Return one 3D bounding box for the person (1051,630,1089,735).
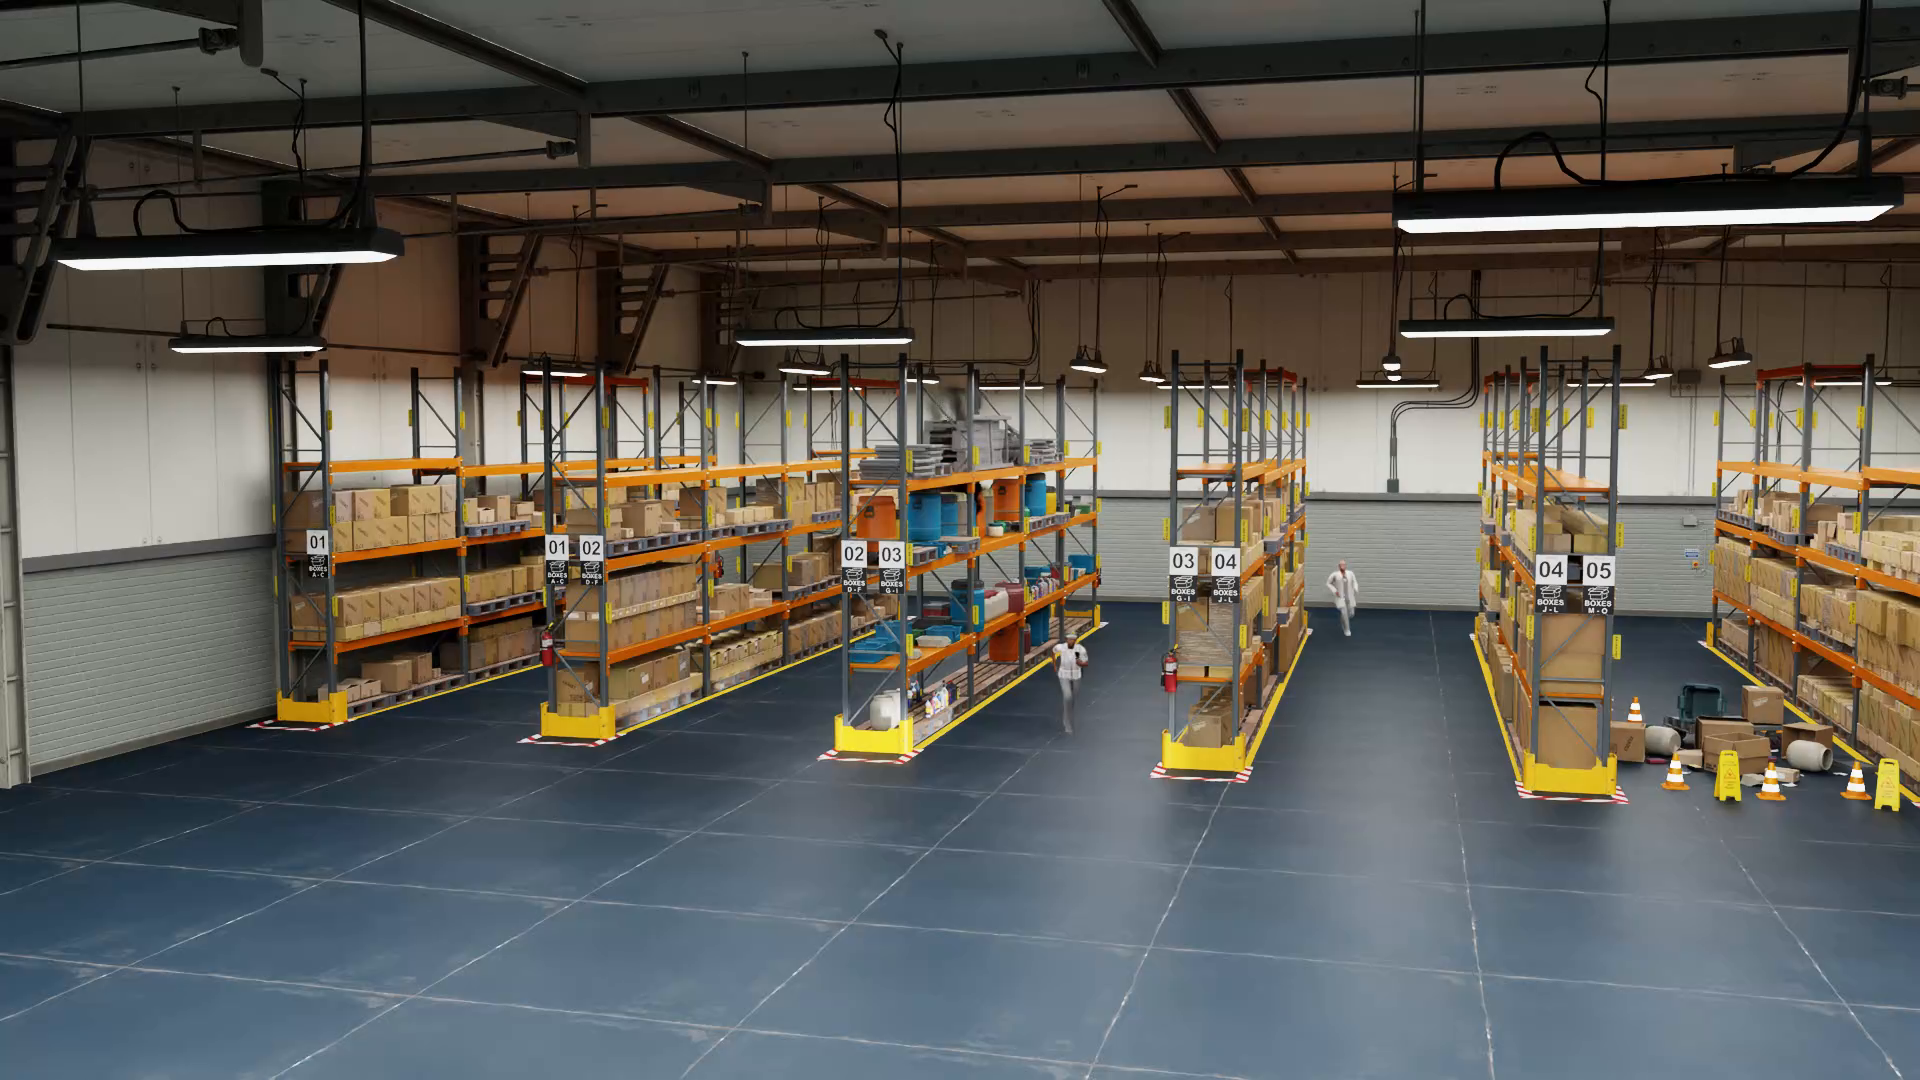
[{"bbox_3d":[1.766,2.265,26.831,0.573,1.679,0.926,-1,4,-8],"label":"person"}]

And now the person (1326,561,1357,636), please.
[{"bbox_3d":[8.933,1.347,38.909,0.734,1.739,0.701,-1,4,-8],"label":"person"}]
